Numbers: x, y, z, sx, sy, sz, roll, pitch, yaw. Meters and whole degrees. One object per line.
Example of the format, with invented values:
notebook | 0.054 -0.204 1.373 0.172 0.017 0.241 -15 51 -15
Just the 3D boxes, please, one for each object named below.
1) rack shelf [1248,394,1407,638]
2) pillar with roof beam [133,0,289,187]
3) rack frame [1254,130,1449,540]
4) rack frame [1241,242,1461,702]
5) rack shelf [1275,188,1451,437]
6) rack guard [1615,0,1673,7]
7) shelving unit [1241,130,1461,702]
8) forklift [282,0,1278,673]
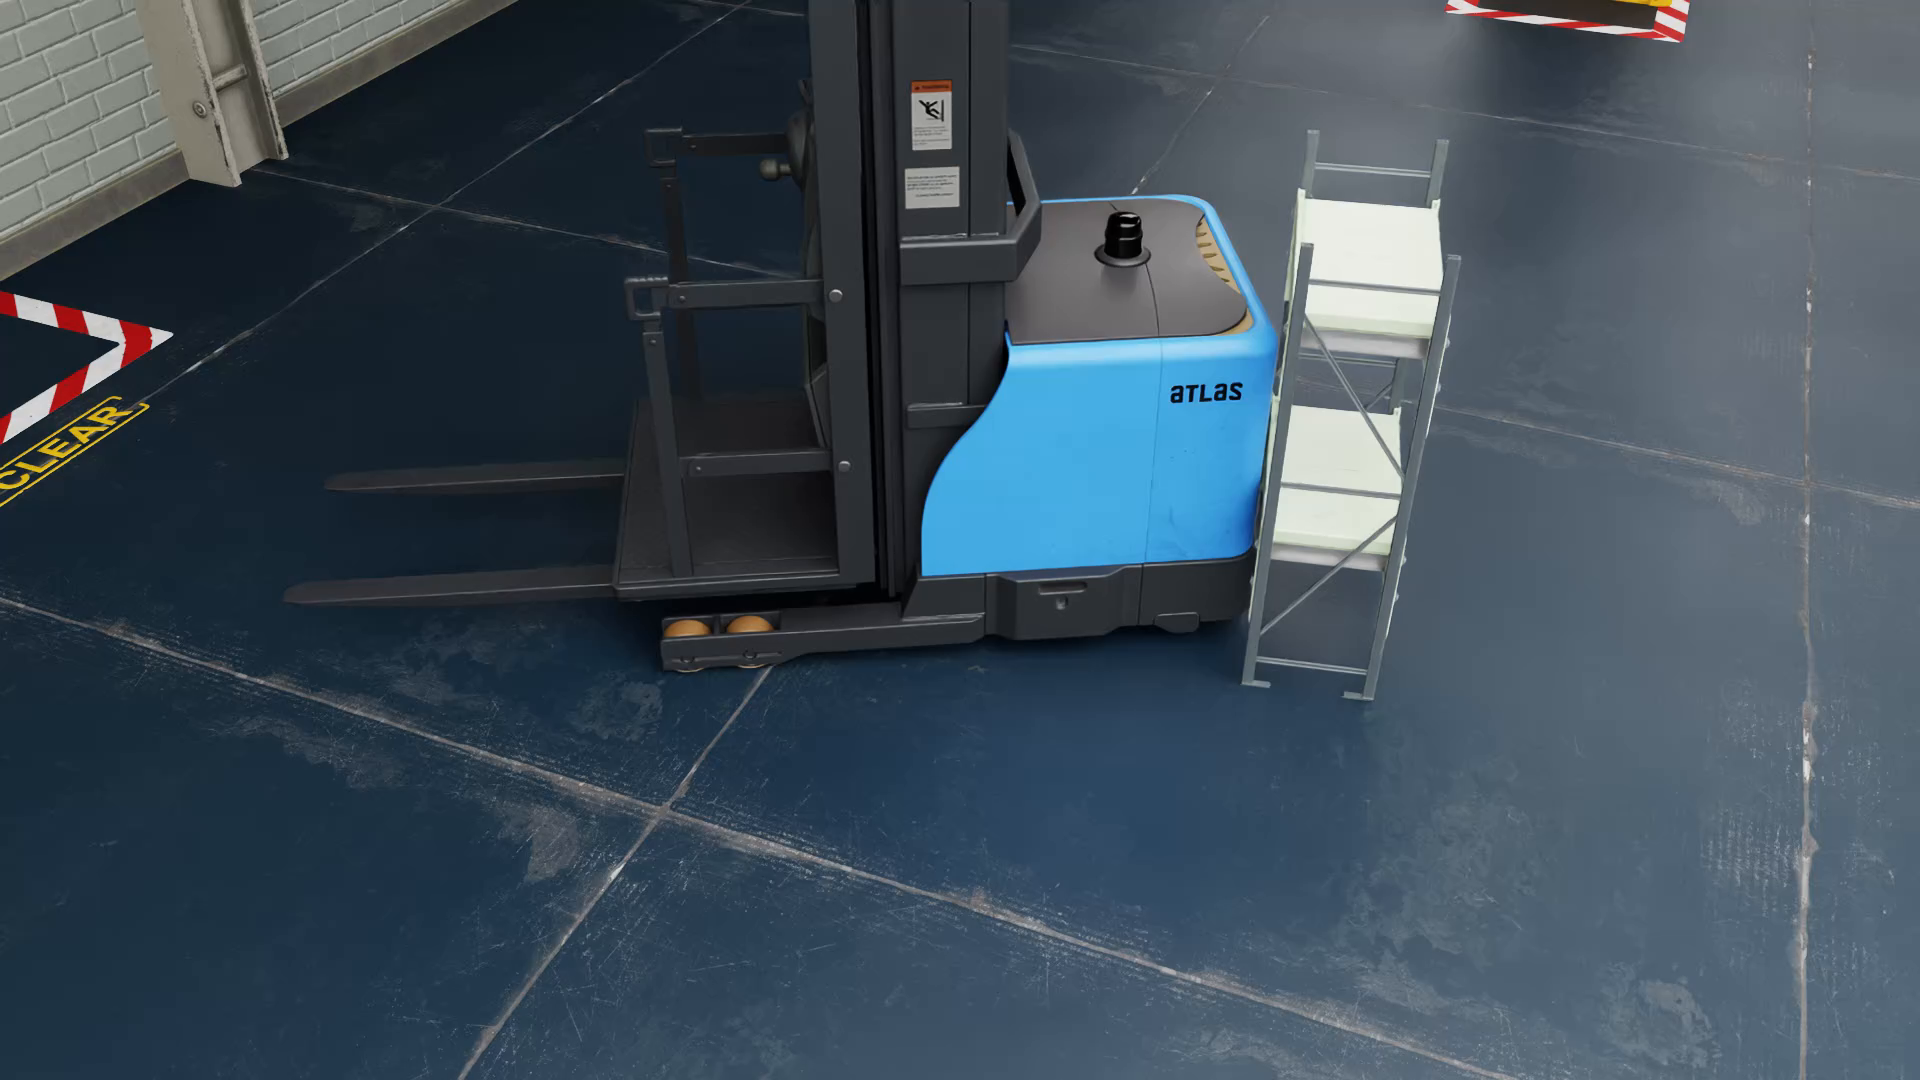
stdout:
rack shelf | 1.138 -0.089 5.161 0.431 0.370 0.720 7 37 9
pillar with roof beam | 0.411 -4.471 4.215 9.100 9.000 0.400 14 39 18
rack frame | 1.207 -0.565 5.254 0.400 1.500 0.023 7 37 9
rack frame | 1.069 -0.135 4.678 0.400 1.500 0.023 7 37 9
rack shelf | 1.138 -0.663 4.732 0.431 0.370 0.720 7 37 9
rack guard | 3.820 -3.645 10.209 1.175 0.500 0.348 14 39 18
shelving unit | 1.138 -0.350 4.966 0.431 1.500 0.755 7 37 9
forklift | -0.617 -1.092 4.763 3.031 2.935 1.130 -3 37 -4
